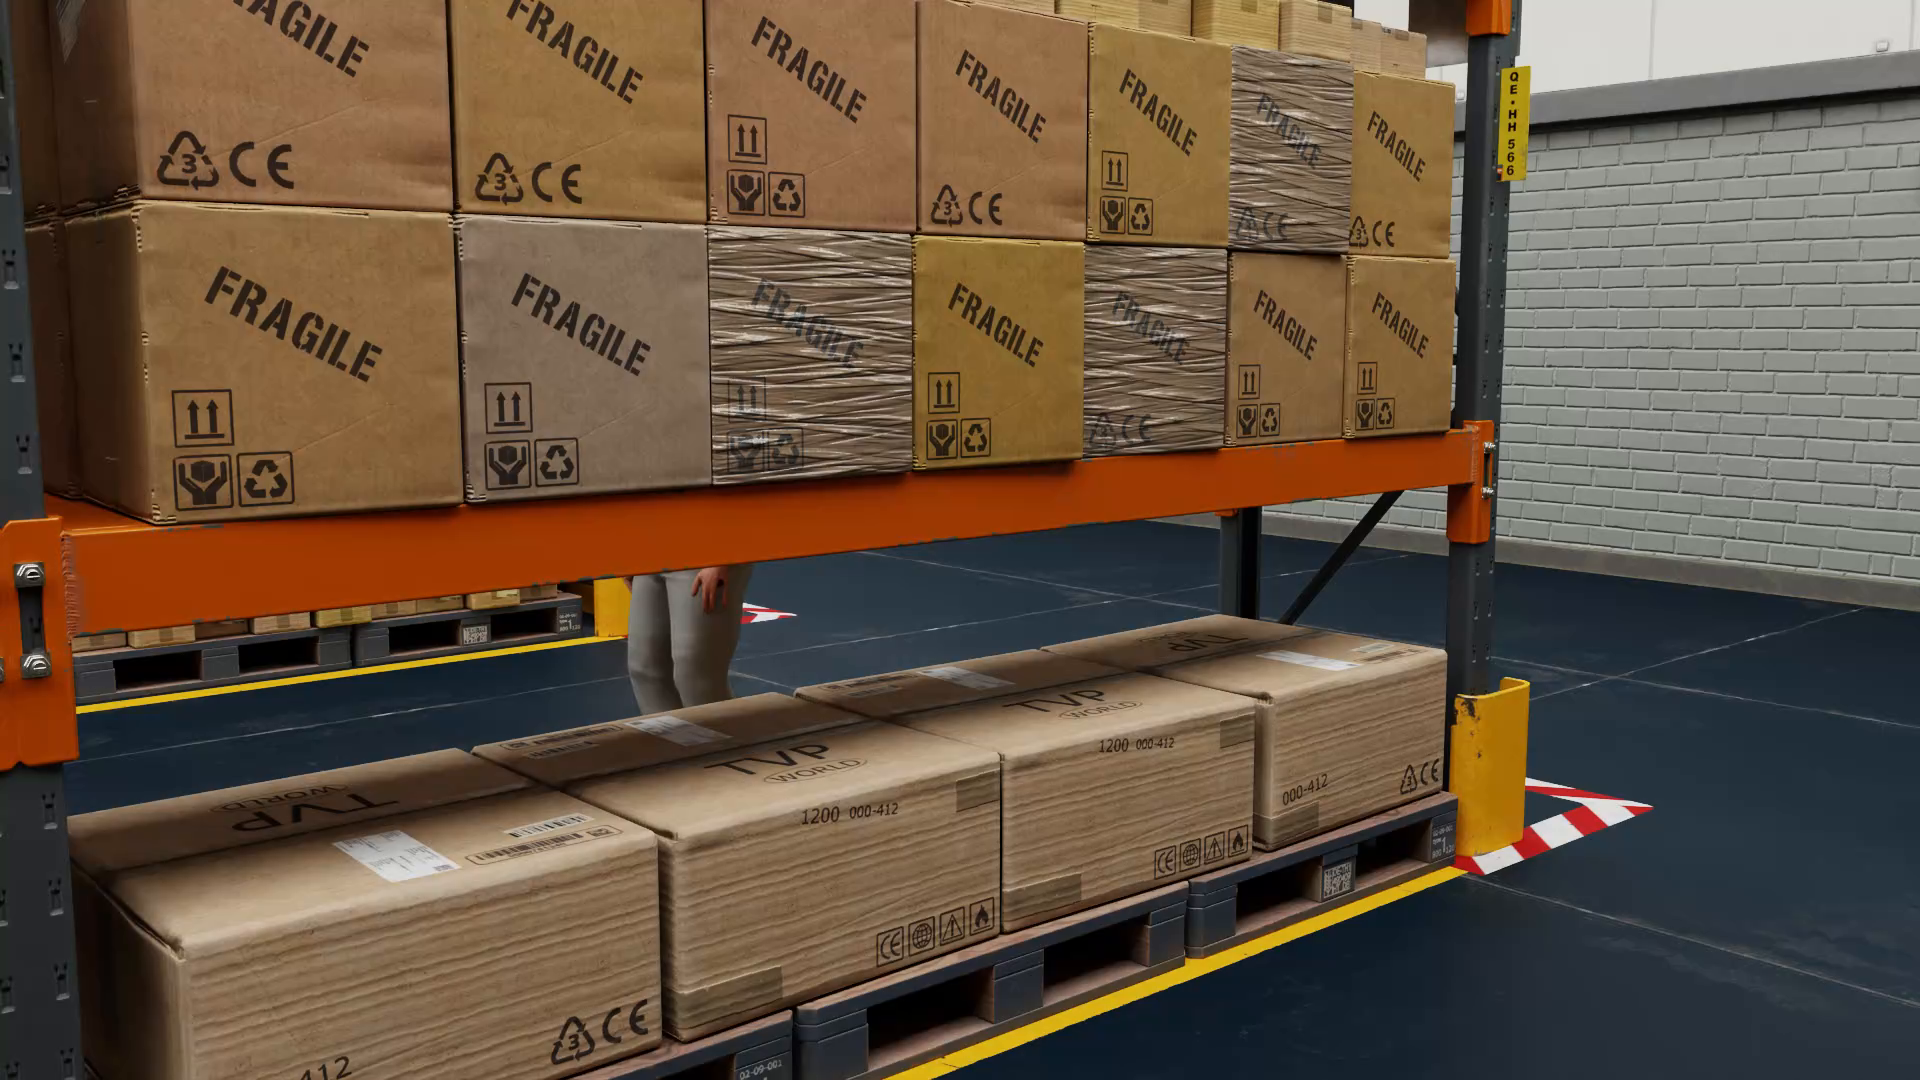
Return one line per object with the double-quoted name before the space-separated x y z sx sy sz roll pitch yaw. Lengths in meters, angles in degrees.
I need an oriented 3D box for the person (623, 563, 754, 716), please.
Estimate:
"person" -0.876 0.048 5.376 0.436 1.748 0.586 -6 10 -40
